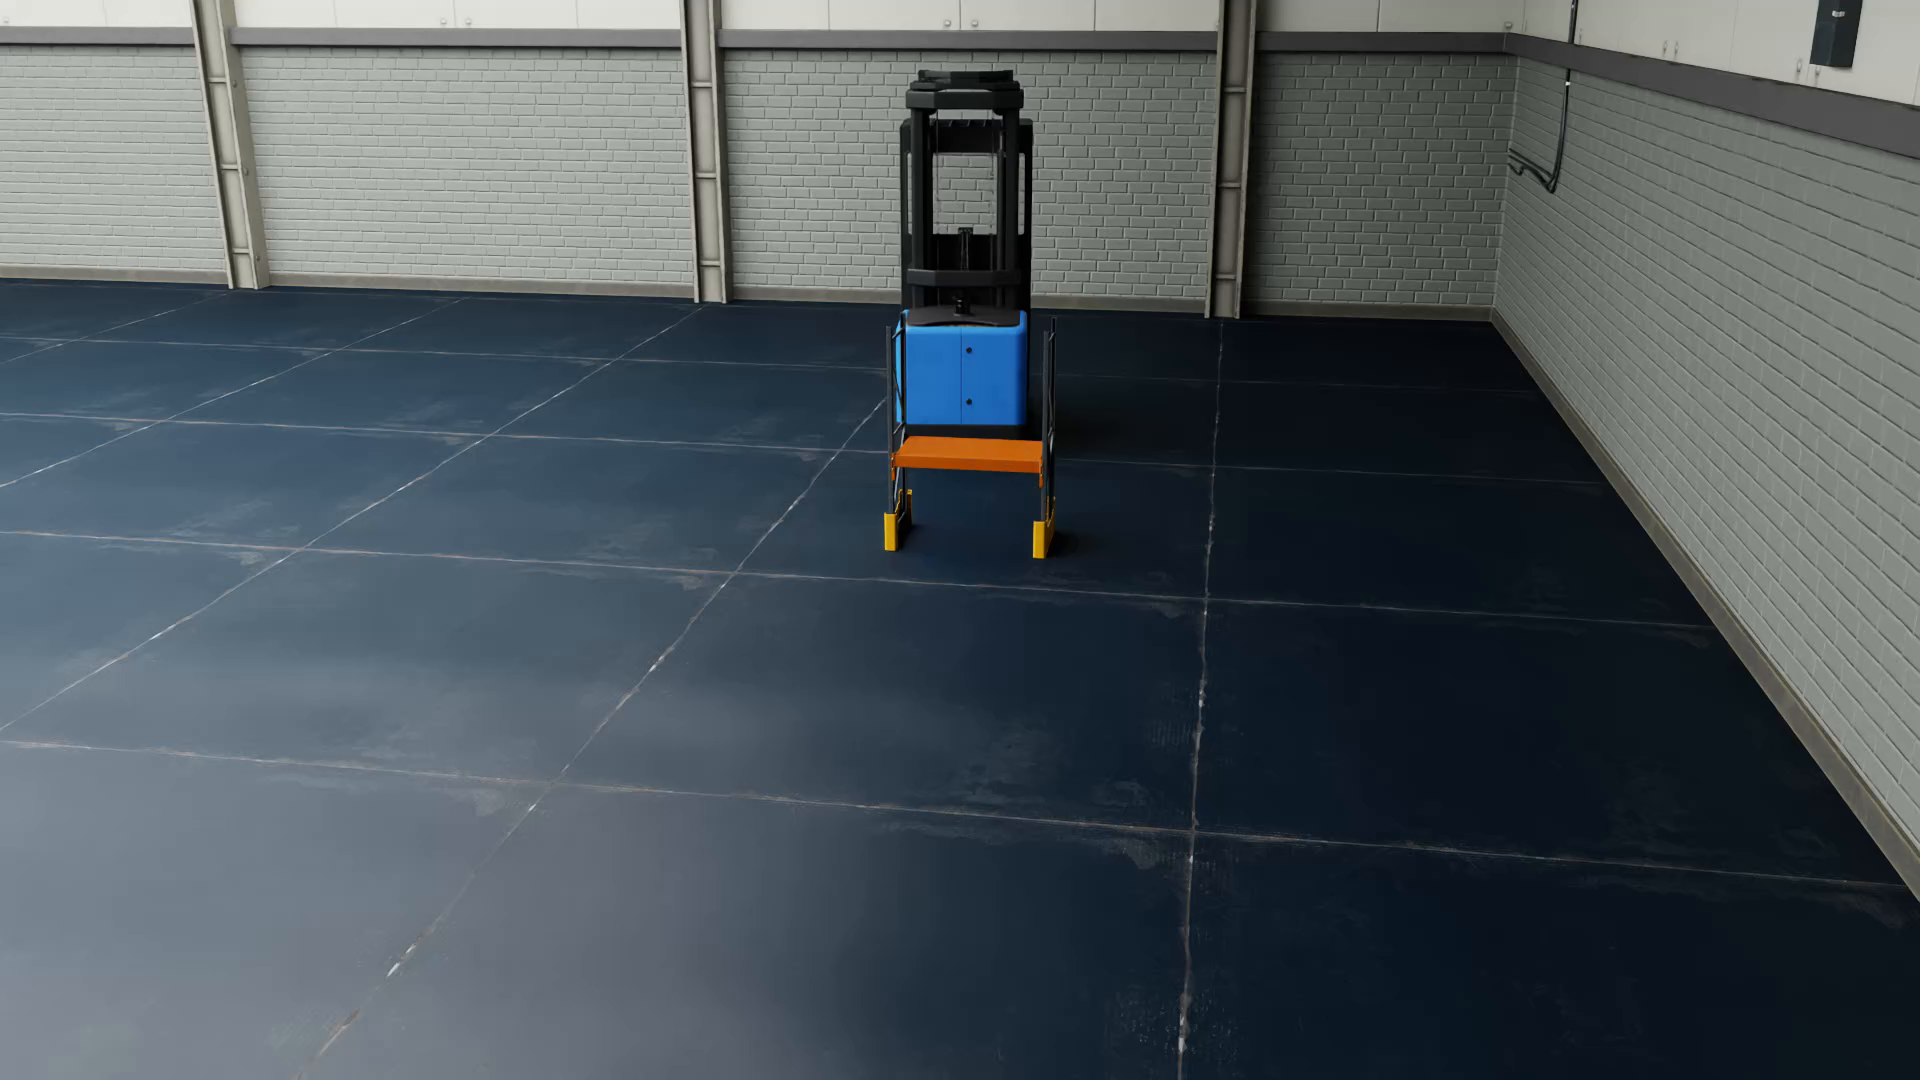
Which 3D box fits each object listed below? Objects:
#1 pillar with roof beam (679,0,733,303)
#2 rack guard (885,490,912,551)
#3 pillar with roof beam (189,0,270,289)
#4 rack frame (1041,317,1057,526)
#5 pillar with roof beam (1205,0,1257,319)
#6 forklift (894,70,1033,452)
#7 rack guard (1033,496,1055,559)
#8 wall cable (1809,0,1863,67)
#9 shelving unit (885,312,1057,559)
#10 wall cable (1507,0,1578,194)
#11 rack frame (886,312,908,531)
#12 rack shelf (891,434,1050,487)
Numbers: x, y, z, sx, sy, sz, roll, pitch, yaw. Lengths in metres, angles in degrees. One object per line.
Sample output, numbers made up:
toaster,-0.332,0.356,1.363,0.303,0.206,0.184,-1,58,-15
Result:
pillar with roof beam,-3.616,-5.779,14.392,0.400,9.000,9.100,3,19,9
rack guard,-0.416,-0.140,11.327,0.087,0.250,0.587,3,19,9
pillar with roof beam,-9.540,-6.081,15.294,0.400,9.000,9.100,3,19,9
rack frame,0.586,-0.681,10.976,0.032,1.500,0.500,3,19,9
pillar with roof beam,2.308,-5.477,13.489,0.400,9.000,9.100,3,19,9
forklift,0.059,-2.473,14.075,1.130,2.935,3.031,1,19,2
rack guard,0.567,-0.090,11.177,0.087,0.250,0.587,3,19,9
wall cable,4.168,-4.902,6.413,0.169,6.003,2.305,3,19,9
shelving unit,0.075,-0.707,11.054,1.083,1.500,0.587,3,19,9
wall cable,5.690,-4.790,16.331,0.112,2.526,3.097,3,19,9
rack frame,-0.418,-0.733,11.129,0.032,1.500,0.500,3,19,9
rack shelf,0.084,-0.536,11.109,1.000,0.185,0.538,3,19,9
